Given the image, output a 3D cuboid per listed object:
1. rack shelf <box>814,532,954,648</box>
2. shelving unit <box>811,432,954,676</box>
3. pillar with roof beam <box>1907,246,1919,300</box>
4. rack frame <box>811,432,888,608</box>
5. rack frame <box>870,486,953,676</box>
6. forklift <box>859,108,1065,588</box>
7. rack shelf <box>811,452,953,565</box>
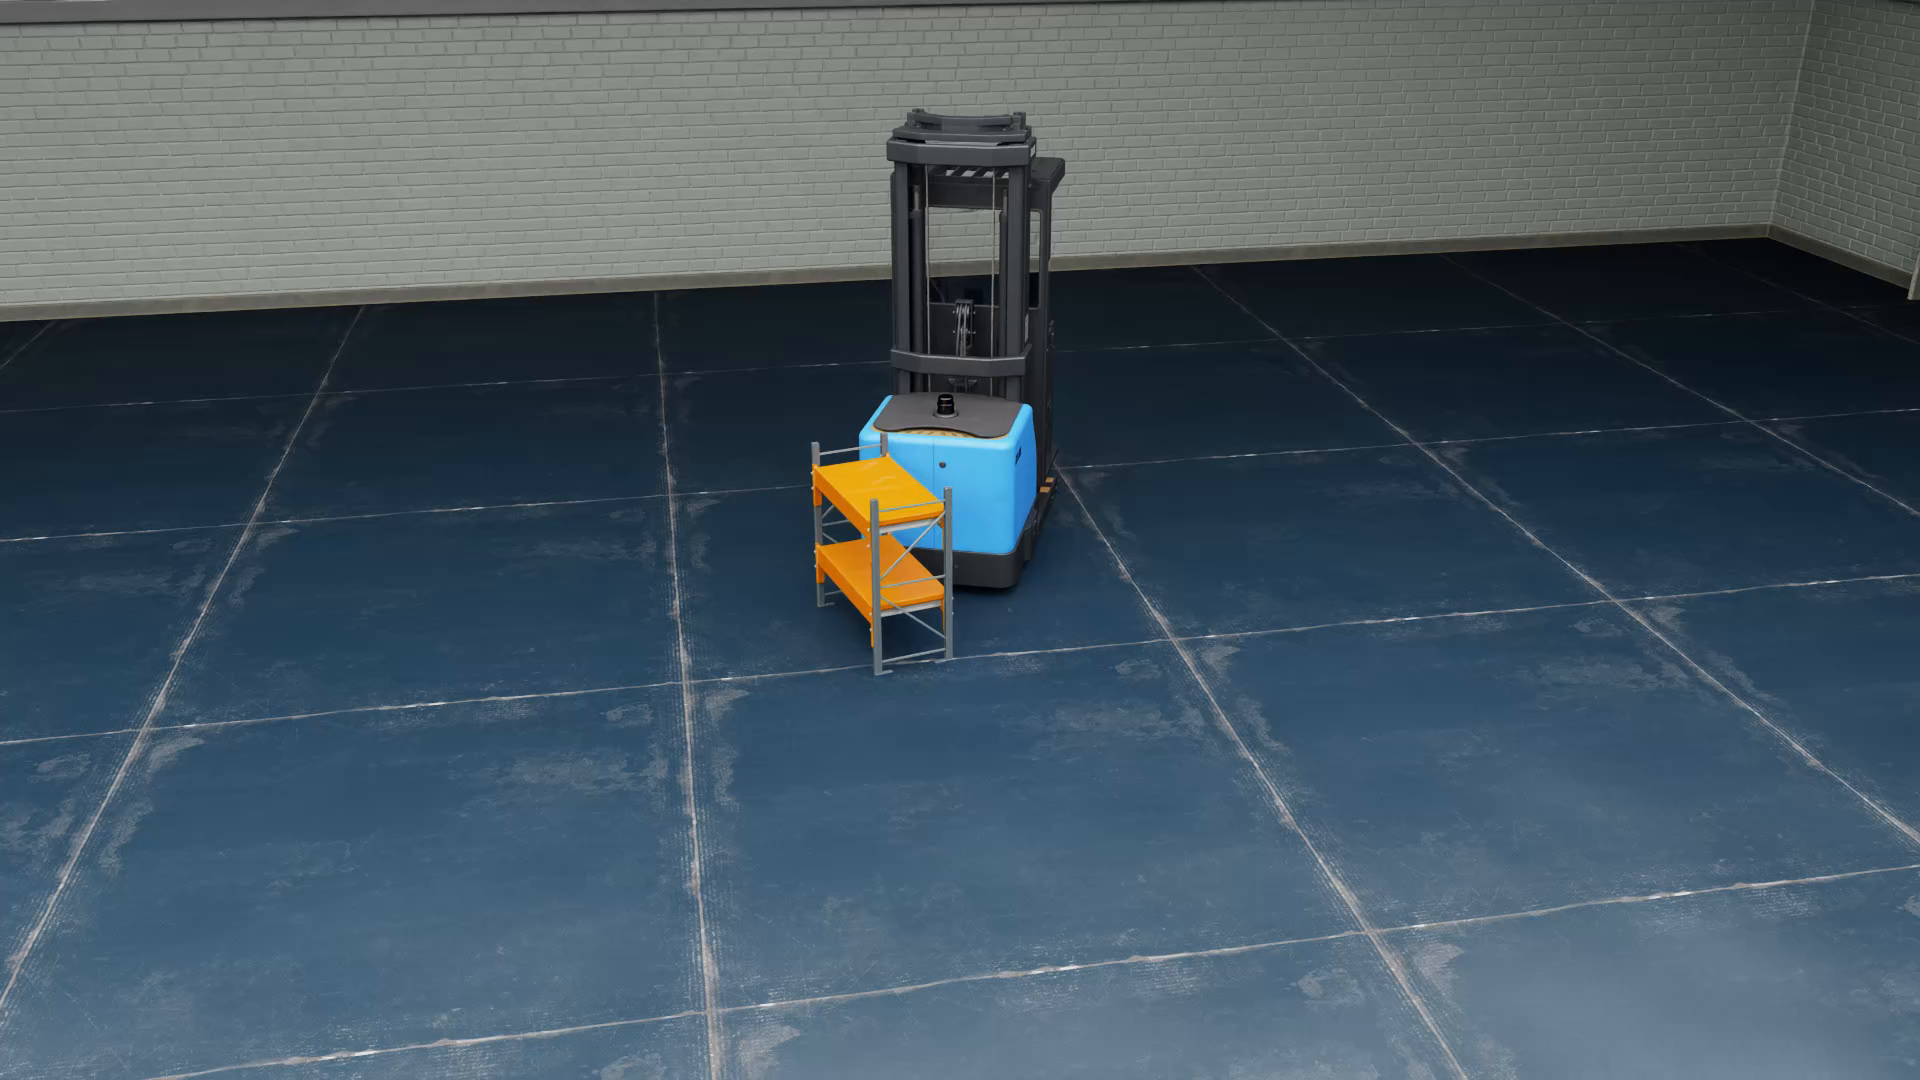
[{"bbox_3d":[-0.484,0.286,10.300,0.538,0.278,1.000,-10,26,-22],"label":"rack shelf"},{"bbox_3d":[-0.484,0.062,10.202,0.538,1.125,1.048,-10,26,-22],"label":"shelving unit"},{"bbox_3d":[5.986,-6.300,14.931,9.100,9.000,0.400,-4,24,-10],"label":"pillar with roof beam"},{"bbox_3d":[-0.689,-0.124,10.628,0.500,1.125,0.032,-10,26,-22],"label":"rack frame"},{"bbox_3d":[-0.279,0.248,9.776,0.500,1.125,0.032,-10,26,-22],"label":"rack frame"},{"bbox_3d":[0.121,-1.591,11.730,1.130,2.935,3.031,4,24,10],"label":"forklift"},{"bbox_3d":[-0.484,-0.206,10.085,0.538,0.278,1.000,-10,26,-22],"label":"rack shelf"}]
